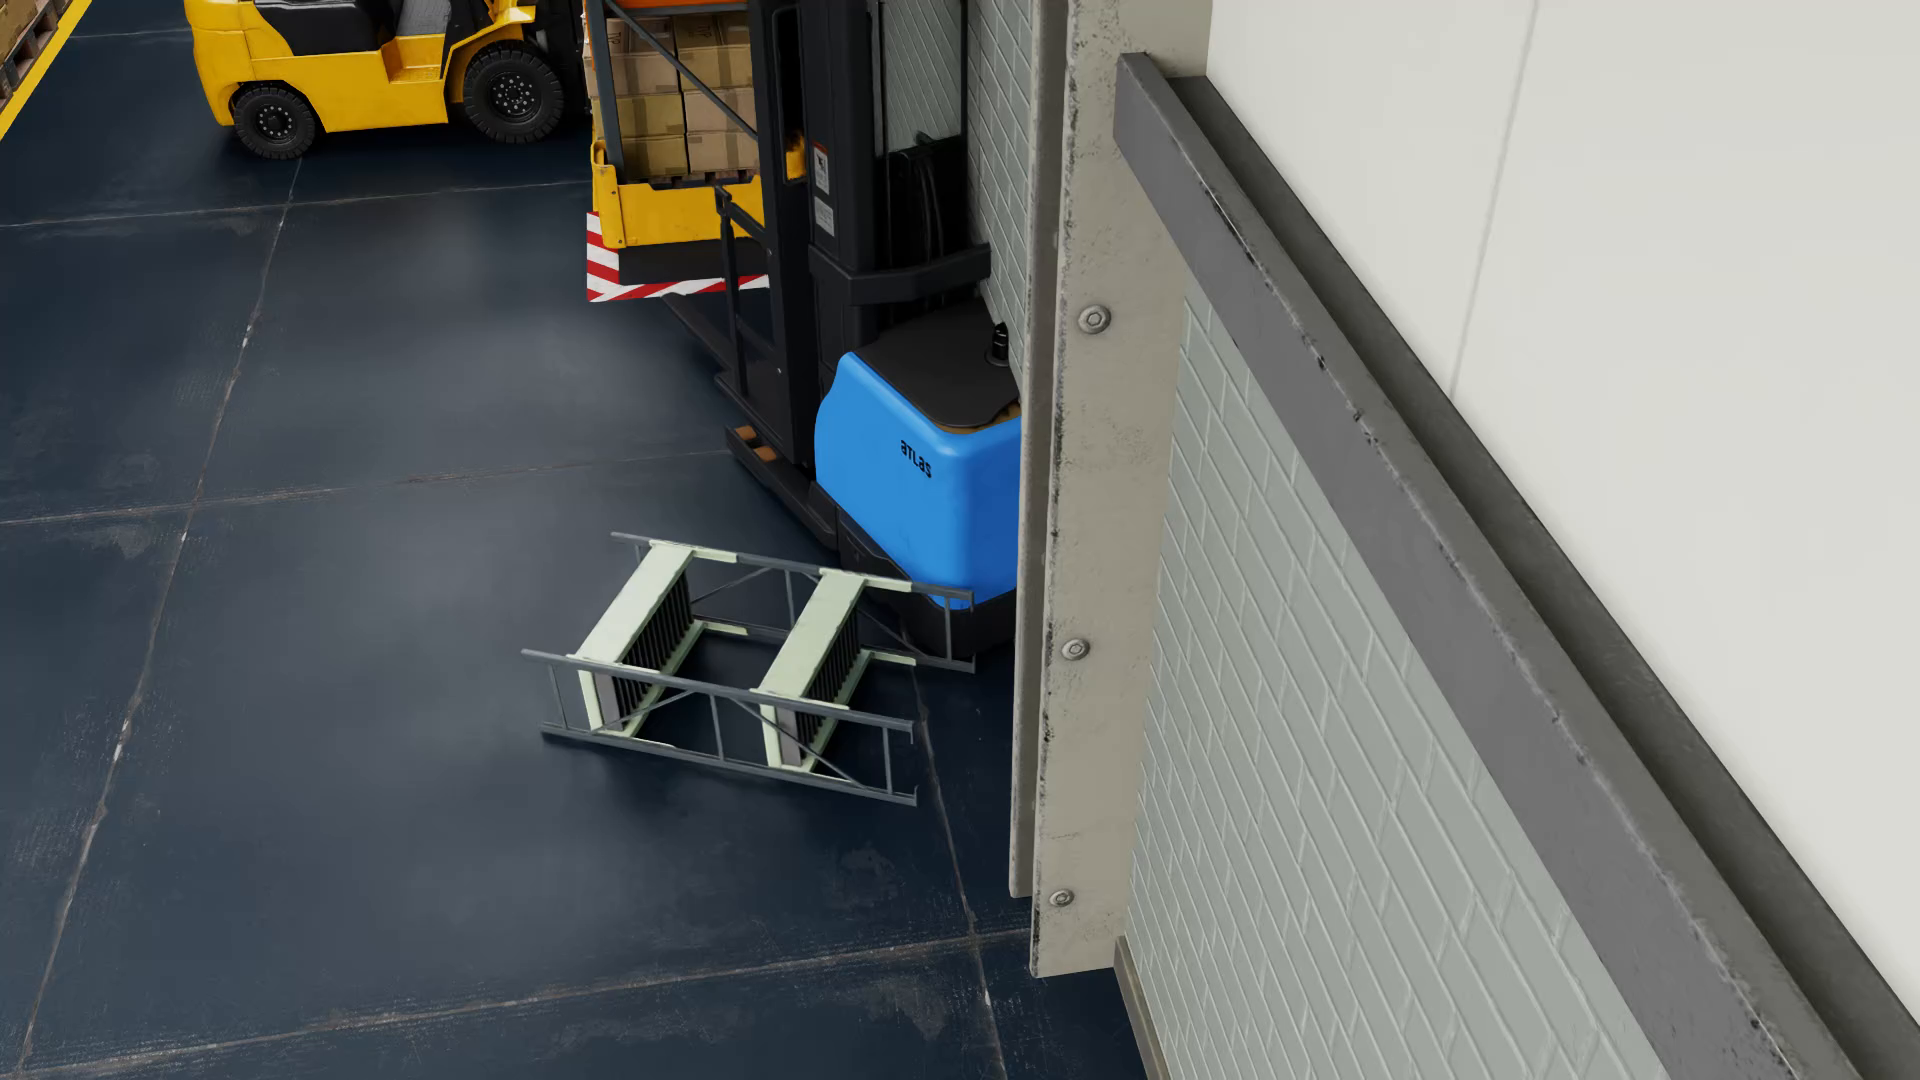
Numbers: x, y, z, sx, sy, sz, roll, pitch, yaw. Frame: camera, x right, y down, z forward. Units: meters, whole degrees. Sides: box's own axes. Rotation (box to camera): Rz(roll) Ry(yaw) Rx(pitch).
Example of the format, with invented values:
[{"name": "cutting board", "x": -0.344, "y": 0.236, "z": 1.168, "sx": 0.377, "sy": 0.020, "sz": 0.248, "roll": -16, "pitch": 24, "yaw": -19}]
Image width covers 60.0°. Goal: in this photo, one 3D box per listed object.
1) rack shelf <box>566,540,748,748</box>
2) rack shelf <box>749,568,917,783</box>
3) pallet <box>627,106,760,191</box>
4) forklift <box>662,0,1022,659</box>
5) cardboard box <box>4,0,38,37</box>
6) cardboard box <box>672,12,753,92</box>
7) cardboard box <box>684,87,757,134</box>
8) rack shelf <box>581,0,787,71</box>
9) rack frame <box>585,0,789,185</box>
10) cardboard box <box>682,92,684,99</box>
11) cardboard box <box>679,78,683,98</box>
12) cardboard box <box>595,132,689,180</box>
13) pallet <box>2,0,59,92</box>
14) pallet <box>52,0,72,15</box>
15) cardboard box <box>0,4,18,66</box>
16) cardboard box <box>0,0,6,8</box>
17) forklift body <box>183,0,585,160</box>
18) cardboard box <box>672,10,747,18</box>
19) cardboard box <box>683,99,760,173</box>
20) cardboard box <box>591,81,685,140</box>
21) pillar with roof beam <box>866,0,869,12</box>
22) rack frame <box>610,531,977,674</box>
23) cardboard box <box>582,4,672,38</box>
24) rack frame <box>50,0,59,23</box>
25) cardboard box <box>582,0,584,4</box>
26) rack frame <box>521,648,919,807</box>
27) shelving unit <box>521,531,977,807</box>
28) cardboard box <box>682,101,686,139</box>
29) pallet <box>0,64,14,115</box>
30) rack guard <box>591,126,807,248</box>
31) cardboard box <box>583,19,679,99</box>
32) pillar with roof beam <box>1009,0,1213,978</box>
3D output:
[{"name": "rack shelf", "x": -1.141, "y": 0.400, "z": 6.373, "sx": 0.370, "sy": 0.431, "sz": 0.720, "roll": 9, "pitch": 39, "yaw": 14}, {"name": "rack shelf", "x": -0.455, "y": 0.508, "z": 6.197, "sx": 0.370, "sy": 0.431, "sz": 0.720, "roll": 9, "pitch": 39, "yaw": 14}, {"name": "pallet", "x": -1.639, "y": -2.357, "z": 10.112, "sx": 1.003, "sy": 0.211, "sz": 1.213, "roll": -6, "pitch": 38, "yaw": -8}, {"name": "forklift", "x": -0.424, "y": -1.563, "z": 6.873, "sx": 1.130, "sy": 2.935, "sz": 3.031, "roll": -22, "pitch": 43, "yaw": -25}, {"name": "cardboard box", "x": -6.683, "y": -3.632, "z": 11.379, "sx": 0.500, "sy": 0.250, "sz": 0.500, "roll": -5, "pitch": 38, "yaw": -6}, {"name": "cardboard box", "x": -1.362, "y": -2.786, "z": 9.475, "sx": 0.500, "sy": 0.250, "sz": 0.500, "roll": -7, "pitch": 38, "yaw": -9}, {"name": "cardboard box", "x": -1.342, "y": -2.584, "z": 9.623, "sx": 0.500, "sy": 0.250, "sz": 0.500, "roll": -6, "pitch": 38, "yaw": -7}, {"name": "rack shelf", "x": -1.815, "y": -3.925, "z": 10.443, "sx": 1.077, "sy": 0.370, "sz": 4.000, "roll": -6, "pitch": 38, "yaw": -8}, {"name": "rack frame", "x": -1.464, "y": -3.001, "z": 8.667, "sx": 1.000, "sy": 3.000, "sz": 0.127, "roll": -6, "pitch": 38, "yaw": -8}, {"name": "cardboard box", "x": -1.441, "y": -2.886, "z": 10.012, "sx": 0.500, "sy": 0.250, "sz": 0.500, "roll": -7, "pitch": 38, "yaw": -8}, {"name": "cardboard box", "x": -1.934, "y": -2.843, "z": 9.955, "sx": 0.500, "sy": 0.250, "sz": 0.500, "roll": -7, "pitch": 38, "yaw": -8}, {"name": "cardboard box", "x": -1.857, "y": -2.330, "z": 9.704, "sx": 0.500, "sy": 0.250, "sz": 0.500, "roll": -6, "pitch": 38, "yaw": -8}, {"name": "pallet", "x": -6.899, "y": -3.377, "z": 11.425, "sx": 1.003, "sy": 0.211, "sz": 1.213, "roll": -6, "pitch": 38, "yaw": -8}, {"name": "pallet", "x": -7.189, "y": -4.249, "z": 12.548, "sx": 1.003, "sy": 0.211, "sz": 1.213, "roll": -6, "pitch": 38, "yaw": -8}, {"name": "cardboard box", "x": -6.580, "y": -3.312, "z": 10.967, "sx": 0.500, "sy": 0.250, "sz": 0.500, "roll": -7, "pitch": 38, "yaw": -9}, {"name": "cardboard box", "x": -6.593, "y": -3.621, "z": 10.754, "sx": 0.500, "sy": 0.500, "sz": 0.500, "roll": -6, "pitch": 38, "yaw": -7}, {"name": "forklift body", "x": -3.593, "y": -3.615, "z": 10.150, "sx": 2.313, "sy": 2.155, "sz": 1.214, "roll": -6, "pitch": 38, "yaw": -8}, {"name": "cardboard box", "x": -1.453, "y": -3.088, "z": 9.863, "sx": 0.500, "sy": 0.250, "sz": 0.500, "roll": -6, "pitch": 38, "yaw": -8}, {"name": "cardboard box", "x": -1.358, "y": -2.398, "z": 9.791, "sx": 0.500, "sy": 0.250, "sz": 0.500, "roll": -6, "pitch": 38, "yaw": -8}, {"name": "cardboard box", "x": -1.857, "y": -2.538, "z": 9.564, "sx": 0.500, "sy": 0.250, "sz": 0.500, "roll": -7, "pitch": 38, "yaw": -9}, {"name": "pillar with roof beam", "x": -4.937, "y": -5.424, "z": 6.897, "sx": 9.100, "sy": 9.000, "sz": 0.400, "roll": -6, "pitch": 38, "yaw": -8}, {"name": "rack frame", "x": -0.663, "y": 0.244, "z": 6.554, "sx": 1.500, "sy": 0.400, "sz": 0.023, "roll": 9, "pitch": 39, "yaw": 14}, {"name": "cardboard box", "x": -1.947, "y": -3.028, "z": 9.786, "sx": 0.500, "sy": 0.250, "sz": 0.500, "roll": -6, "pitch": 38, "yaw": -7}, {"name": "rack frame", "x": -7.051, "y": -4.881, "z": 11.087, "sx": 1.000, "sy": 3.000, "sz": 0.127, "roll": -6, "pitch": 38, "yaw": -8}, {"name": "cardboard box", "x": -2.045, "y": -3.332, "z": 10.177, "sx": 0.500, "sy": 0.250, "sz": 0.500, "roll": -6, "pitch": 38, "yaw": -7}, {"name": "rack frame", "x": -0.872, "y": 0.674, "z": 6.000, "sx": 1.500, "sy": 0.400, "sz": 0.023, "roll": 9, "pitch": 39, "yaw": 14}, {"name": "shelving unit", "x": -0.768, "y": 0.459, "z": 6.277, "sx": 1.500, "sy": 0.431, "sz": 0.755, "roll": 9, "pitch": 39, "yaw": 14}, {"name": "cardboard box", "x": -1.935, "y": -2.632, "z": 10.092, "sx": 0.500, "sy": 0.250, "sz": 0.500, "roll": -6, "pitch": 38, "yaw": -8}, {"name": "pallet", "x": -6.682, "y": -2.639, "z": 10.475, "sx": 1.003, "sy": 0.211, "sz": 1.213, "roll": -6, "pitch": 38, "yaw": -8}, {"name": "rack guard", "x": -1.460, "y": -1.999, "z": 9.416, "sx": 1.175, "sy": 0.500, "sz": 0.348, "roll": -6, "pitch": 38, "yaw": -8}, {"name": "cardboard box", "x": -1.852, "y": -2.720, "z": 9.390, "sx": 0.500, "sy": 0.250, "sz": 0.500, "roll": -5, "pitch": 38, "yaw": -6}, {"name": "pillar with roof beam", "x": -3.885, "y": -1.800, "z": 2.232, "sx": 9.100, "sy": 9.000, "sz": 0.400, "roll": -6, "pitch": 38, "yaw": -8}]
